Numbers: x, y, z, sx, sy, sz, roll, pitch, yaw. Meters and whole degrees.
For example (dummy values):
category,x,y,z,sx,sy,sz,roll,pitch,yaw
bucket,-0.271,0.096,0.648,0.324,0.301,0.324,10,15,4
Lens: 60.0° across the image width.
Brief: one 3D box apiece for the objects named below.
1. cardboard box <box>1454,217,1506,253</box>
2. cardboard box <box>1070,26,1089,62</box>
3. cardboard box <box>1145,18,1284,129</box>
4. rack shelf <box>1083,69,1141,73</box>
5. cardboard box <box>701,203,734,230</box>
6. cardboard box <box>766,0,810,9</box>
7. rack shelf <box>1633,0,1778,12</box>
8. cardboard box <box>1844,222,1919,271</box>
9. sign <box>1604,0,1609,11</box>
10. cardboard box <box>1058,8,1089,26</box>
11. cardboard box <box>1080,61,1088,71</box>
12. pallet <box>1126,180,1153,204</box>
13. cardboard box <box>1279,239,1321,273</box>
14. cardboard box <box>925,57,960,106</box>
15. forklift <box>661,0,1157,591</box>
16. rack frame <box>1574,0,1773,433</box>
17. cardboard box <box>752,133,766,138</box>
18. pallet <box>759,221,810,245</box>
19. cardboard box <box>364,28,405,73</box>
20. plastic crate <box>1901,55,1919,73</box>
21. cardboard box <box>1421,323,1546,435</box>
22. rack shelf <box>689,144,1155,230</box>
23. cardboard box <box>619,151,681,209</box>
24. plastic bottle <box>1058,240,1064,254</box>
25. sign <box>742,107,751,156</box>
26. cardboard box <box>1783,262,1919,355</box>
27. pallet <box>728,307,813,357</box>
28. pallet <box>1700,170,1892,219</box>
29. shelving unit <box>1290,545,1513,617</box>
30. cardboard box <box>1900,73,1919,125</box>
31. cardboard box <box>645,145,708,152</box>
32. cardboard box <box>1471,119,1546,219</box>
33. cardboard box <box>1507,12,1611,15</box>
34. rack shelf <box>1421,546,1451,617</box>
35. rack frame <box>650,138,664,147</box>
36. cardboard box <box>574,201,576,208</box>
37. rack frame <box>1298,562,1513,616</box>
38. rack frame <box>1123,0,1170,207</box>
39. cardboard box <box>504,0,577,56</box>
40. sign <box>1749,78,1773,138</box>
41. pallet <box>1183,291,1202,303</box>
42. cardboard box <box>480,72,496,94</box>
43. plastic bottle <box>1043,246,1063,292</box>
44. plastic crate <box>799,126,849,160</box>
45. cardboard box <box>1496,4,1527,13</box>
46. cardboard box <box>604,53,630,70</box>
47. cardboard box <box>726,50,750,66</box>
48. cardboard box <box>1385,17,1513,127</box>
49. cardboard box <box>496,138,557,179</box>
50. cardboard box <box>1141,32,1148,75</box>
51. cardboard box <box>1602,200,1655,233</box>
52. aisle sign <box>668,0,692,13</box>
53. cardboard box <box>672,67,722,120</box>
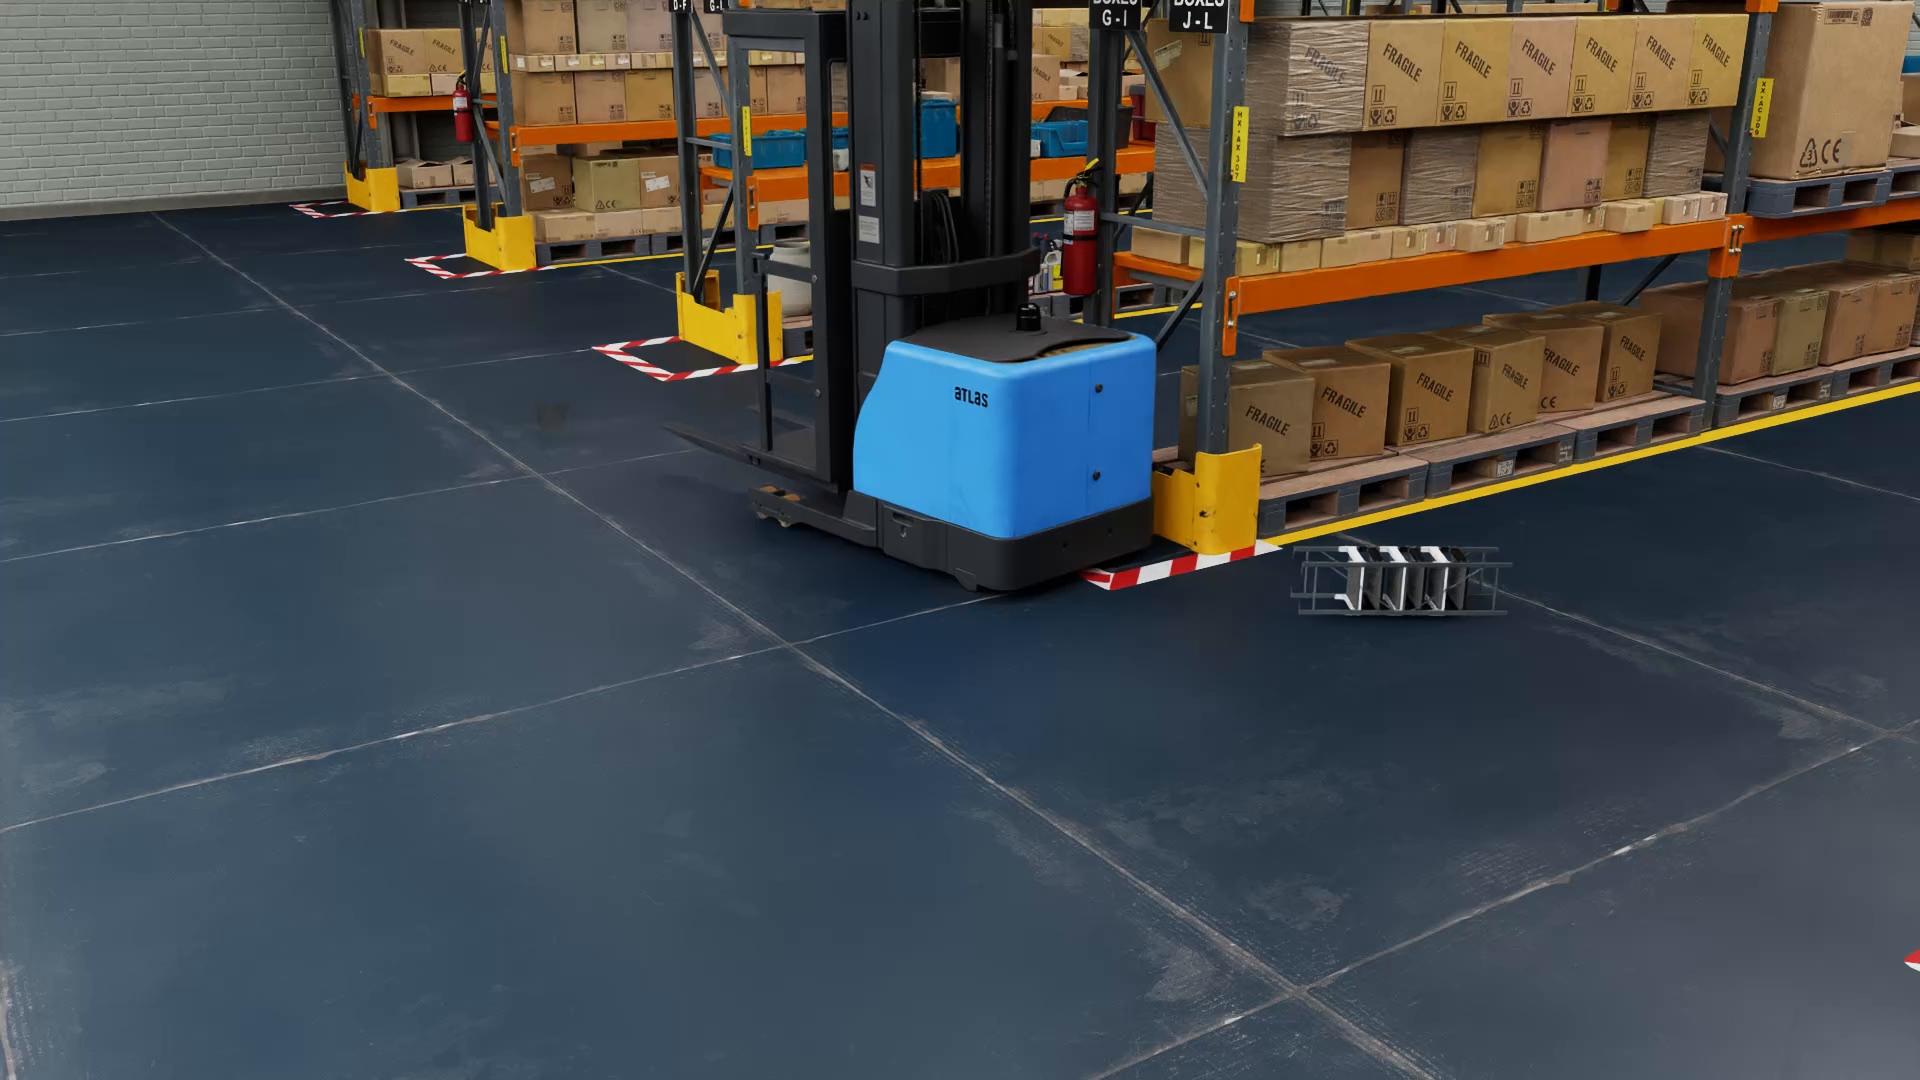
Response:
category,x,y,z,sx,sy,sz,roll,pitch,yaw
cardboard box,2.630,-1.618,8.738,0.250,0.149,0.380,-12,22,-31
cardboard box,1.712,-7.471,25.007,0.500,0.500,0.500,-12,22,-31
cardboard box,1.278,-2.337,8.292,0.500,0.500,0.500,-12,22,-31
rack shelf,1.134,-6.907,25.116,4.000,0.370,1.077,-12,22,-31
cardboard box,-2.667,-3.357,17.130,0.500,0.250,0.500,-12,22,-31
cardboard box,-1.938,-5.360,17.233,0.500,0.500,0.700,-12,22,-32
rack shelf,5.966,-3.649,10.794,4.000,0.370,1.077,-12,22,-31
cardboard box,6.656,-2.078,11.754,0.500,0.250,0.500,-9,21,-25
sign,9.161,-7.527,23.524,0.005,0.325,0.100,-12,22,-31
cardboard box,1.696,-7.825,24.885,0.500,0.250,0.500,-11,22,-30
cardboard box,1.810,-7.184,25.171,0.250,0.149,0.380,-12,22,-31
pallet,2.835,-4.372,20.847,1.213,0.211,1.003,-12,22,-31
cardboard box,1.543,-1.418,8.148,0.250,0.149,0.380,-12,22,-31
cardboard box,-0.059,-5.138,18.603,0.500,0.500,0.500,-10,21,-28
forklift,-0.440,-1.552,8.259,1.130,2.935,3.031,-16,25,-40
rack frame,4.295,-2.216,10.117,0.127,3.000,1.000,-12,22,-31
cardboard box,-2.868,-5.454,22.910,0.500,0.500,0.700,-12,22,-32
pallet,-1.837,-3.417,18.022,1.213,0.211,1.003,-12,22,-31
cardboard box,-6.941,-5.920,20.105,0.500,0.500,0.500,-12,22,-32
plastic crate,11.417,-5.591,19.951,0.499,0.435,0.616,-12,22,-31
cardboard box,2.990,-0.938,9.584,0.500,0.500,0.500,-14,23,-36
rack shelf,-0.099,-2.848,13.109,4.000,0.370,1.077,-12,22,-31
cardboard box,-3.093,-3.629,16.762,0.500,0.500,0.500,-12,22,-31
plastic bottle,0.868,-2.431,14.307,0.133,0.283,0.061,-12,22,-31
sign,-1.470,-2.820,11.470,0.005,0.325,0.100,-12,22,-31
cardboard box,6.162,-1.619,11.566,0.500,0.500,0.700,-10,21,-27
pallet,-1.050,-1.683,12.894,1.213,0.211,1.003,-12,22,-31
pallet,5.014,-2.221,10.431,1.213,0.211,1.003,-12,22,-31
shelving unit,1.918,0.178,7.259,0.900,0.258,0.210,0,19,1
cardboard box,6.796,-2.936,11.435,0.500,0.500,0.700,-8,20,-23
cardboard box,-2.961,-3.856,17.433,0.500,0.500,0.500,-12,22,-31
cardboard box,2.646,-2.071,9.067,0.500,0.500,0.875,-12,22,-31
cardboard box,3.363,-2.779,9.599,0.500,0.500,0.500,-12,22,-31
rack shelf,2.064,0.178,7.257,0.077,0.258,0.200,0,19,1
rack frame,-3.877,-6.191,21.874,0.127,3.000,1.000,-12,22,-31
cardboard box,-3.794,-3.323,17.029,0.500,0.250,0.500,-12,22,-31
rack frame,1.917,0.210,7.163,0.900,0.240,0.006,0,19,1
rack frame,2.191,-5.571,20.041,0.127,3.000,1.000,-12,22,-31
cardboard box,-4.049,-4.912,15.910,0.500,0.500,0.700,-12,22,-31
sign,4.600,-2.483,9.553,0.005,0.325,0.100,-12,22,-31
pallet,2.206,-2.369,14.922,1.213,0.211,1.003,-12,22,-31
cardboard box,-5.781,-5.609,20.357,0.500,0.250,0.500,-12,22,-32
plastic bottle,0.762,-2.214,13.558,0.185,0.351,0.144,-12,22,-32
plastic crate,-0.970,-3.047,12.807,0.408,0.251,0.499,-12,22,-31
cardboard box,7.371,-7.077,22.778,0.500,0.500,0.500,-11,22,-30
cardboard box,-3.404,-4.663,16.185,0.250,0.149,0.380,-12,22,-32
cardboard box,-2.320,-4.893,16.866,0.250,0.149,0.380,-11,22,-30
cardboard box,2.402,-2.372,8.397,0.500,0.500,0.500,-12,22,-31
cardboard box,-5.474,-4.825,21.049,0.500,0.500,0.700,-14,23,-35
cardboard box,2.655,-5.959,20.375,0.700,0.500,0.500,14,23,35
cardboard box,3.674,-1.838,9.389,0.250,0.149,0.380,-12,22,-31
aisle sign,-1.993,-4.135,11.733,0.004,0.787,0.394,-12,22,-31
cardboard box,-2.802,-4.562,16.899,0.500,0.500,0.700,-11,22,-30
